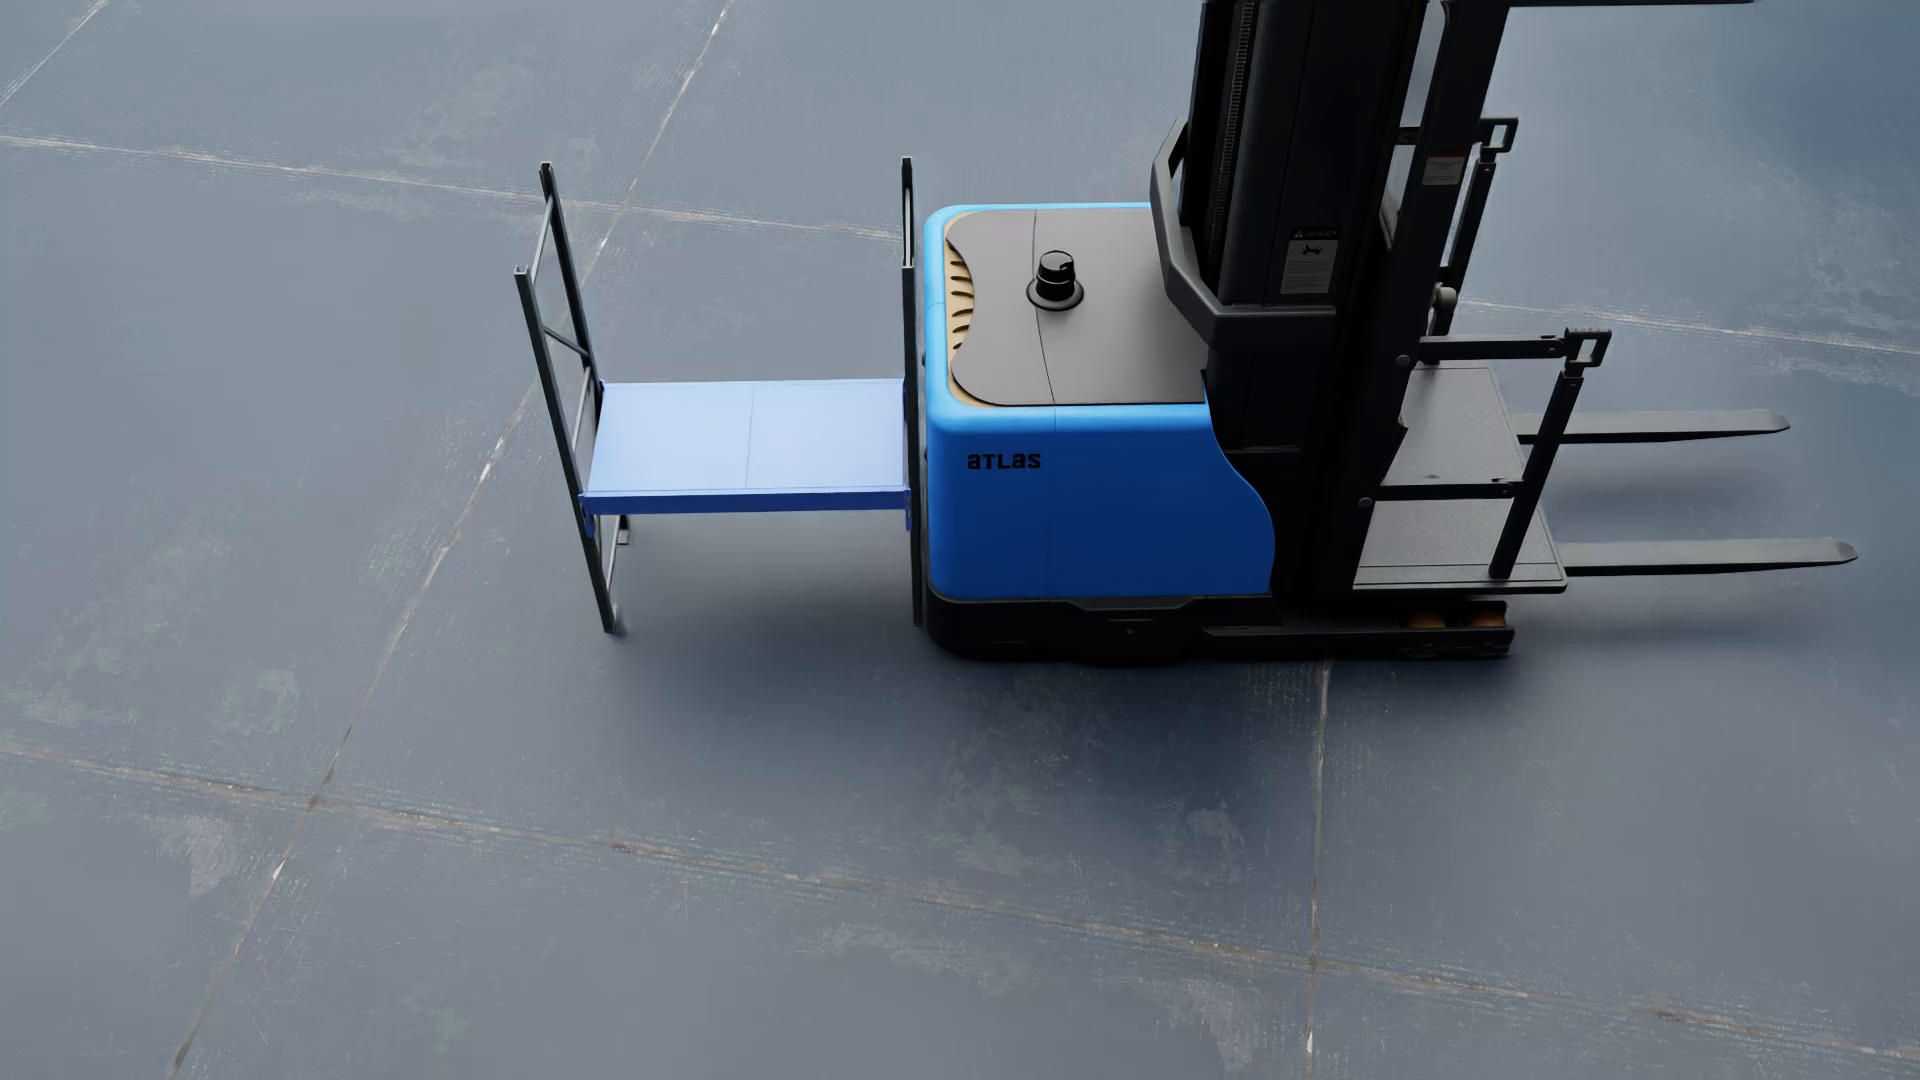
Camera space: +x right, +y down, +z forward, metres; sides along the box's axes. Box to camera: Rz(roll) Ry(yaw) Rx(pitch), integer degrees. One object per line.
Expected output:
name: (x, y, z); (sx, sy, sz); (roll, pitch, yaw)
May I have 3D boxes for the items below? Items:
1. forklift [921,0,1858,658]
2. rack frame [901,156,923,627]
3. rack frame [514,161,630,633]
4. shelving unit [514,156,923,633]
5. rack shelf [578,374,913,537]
forklift: (1.397, -0.993, 4.672); (3.031, 2.935, 1.130); (-1, 48, -1)
rack frame: (-0.145, -0.400, 5.102); (0.032, 1.500, 0.500); (-1, 48, -1)
rack frame: (-1.161, -0.381, 5.084); (0.032, 1.500, 0.500); (-1, 48, -1)
shelving unit: (-0.653, -0.391, 5.093); (1.048, 1.500, 0.538); (-1, 48, -1)
rack shelf: (-0.653, -0.271, 5.227); (1.000, 0.185, 0.538); (-1, 48, -1)
